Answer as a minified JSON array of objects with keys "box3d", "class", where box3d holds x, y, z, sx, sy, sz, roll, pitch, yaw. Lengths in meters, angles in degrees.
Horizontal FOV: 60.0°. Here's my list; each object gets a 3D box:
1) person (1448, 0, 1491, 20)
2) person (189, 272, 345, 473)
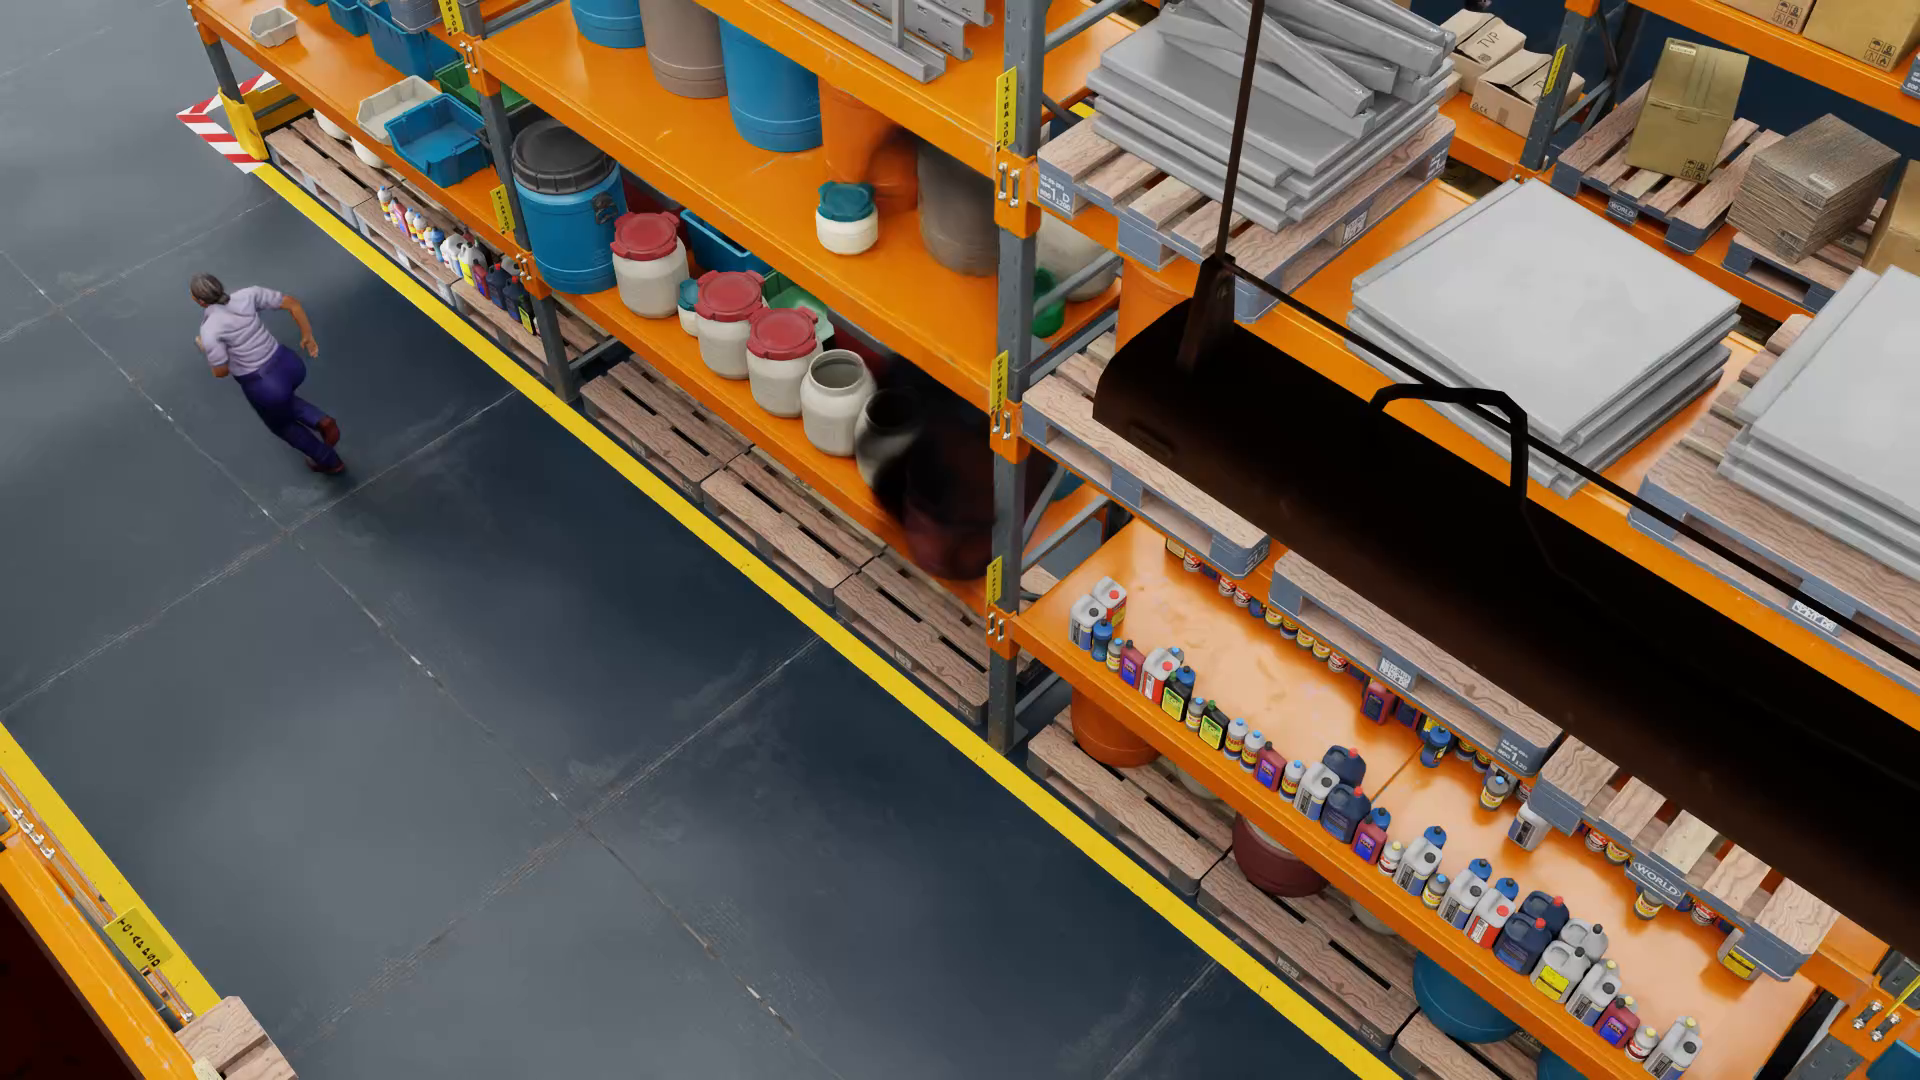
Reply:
[{"box3d":[4.179,-4.891,13.444,0.529,1.617,0.569,30,56,23],"class":"person"},{"box3d":[-4.305,-1.020,10.237,0.649,1.575,0.591,13,51,11],"class":"person"}]
